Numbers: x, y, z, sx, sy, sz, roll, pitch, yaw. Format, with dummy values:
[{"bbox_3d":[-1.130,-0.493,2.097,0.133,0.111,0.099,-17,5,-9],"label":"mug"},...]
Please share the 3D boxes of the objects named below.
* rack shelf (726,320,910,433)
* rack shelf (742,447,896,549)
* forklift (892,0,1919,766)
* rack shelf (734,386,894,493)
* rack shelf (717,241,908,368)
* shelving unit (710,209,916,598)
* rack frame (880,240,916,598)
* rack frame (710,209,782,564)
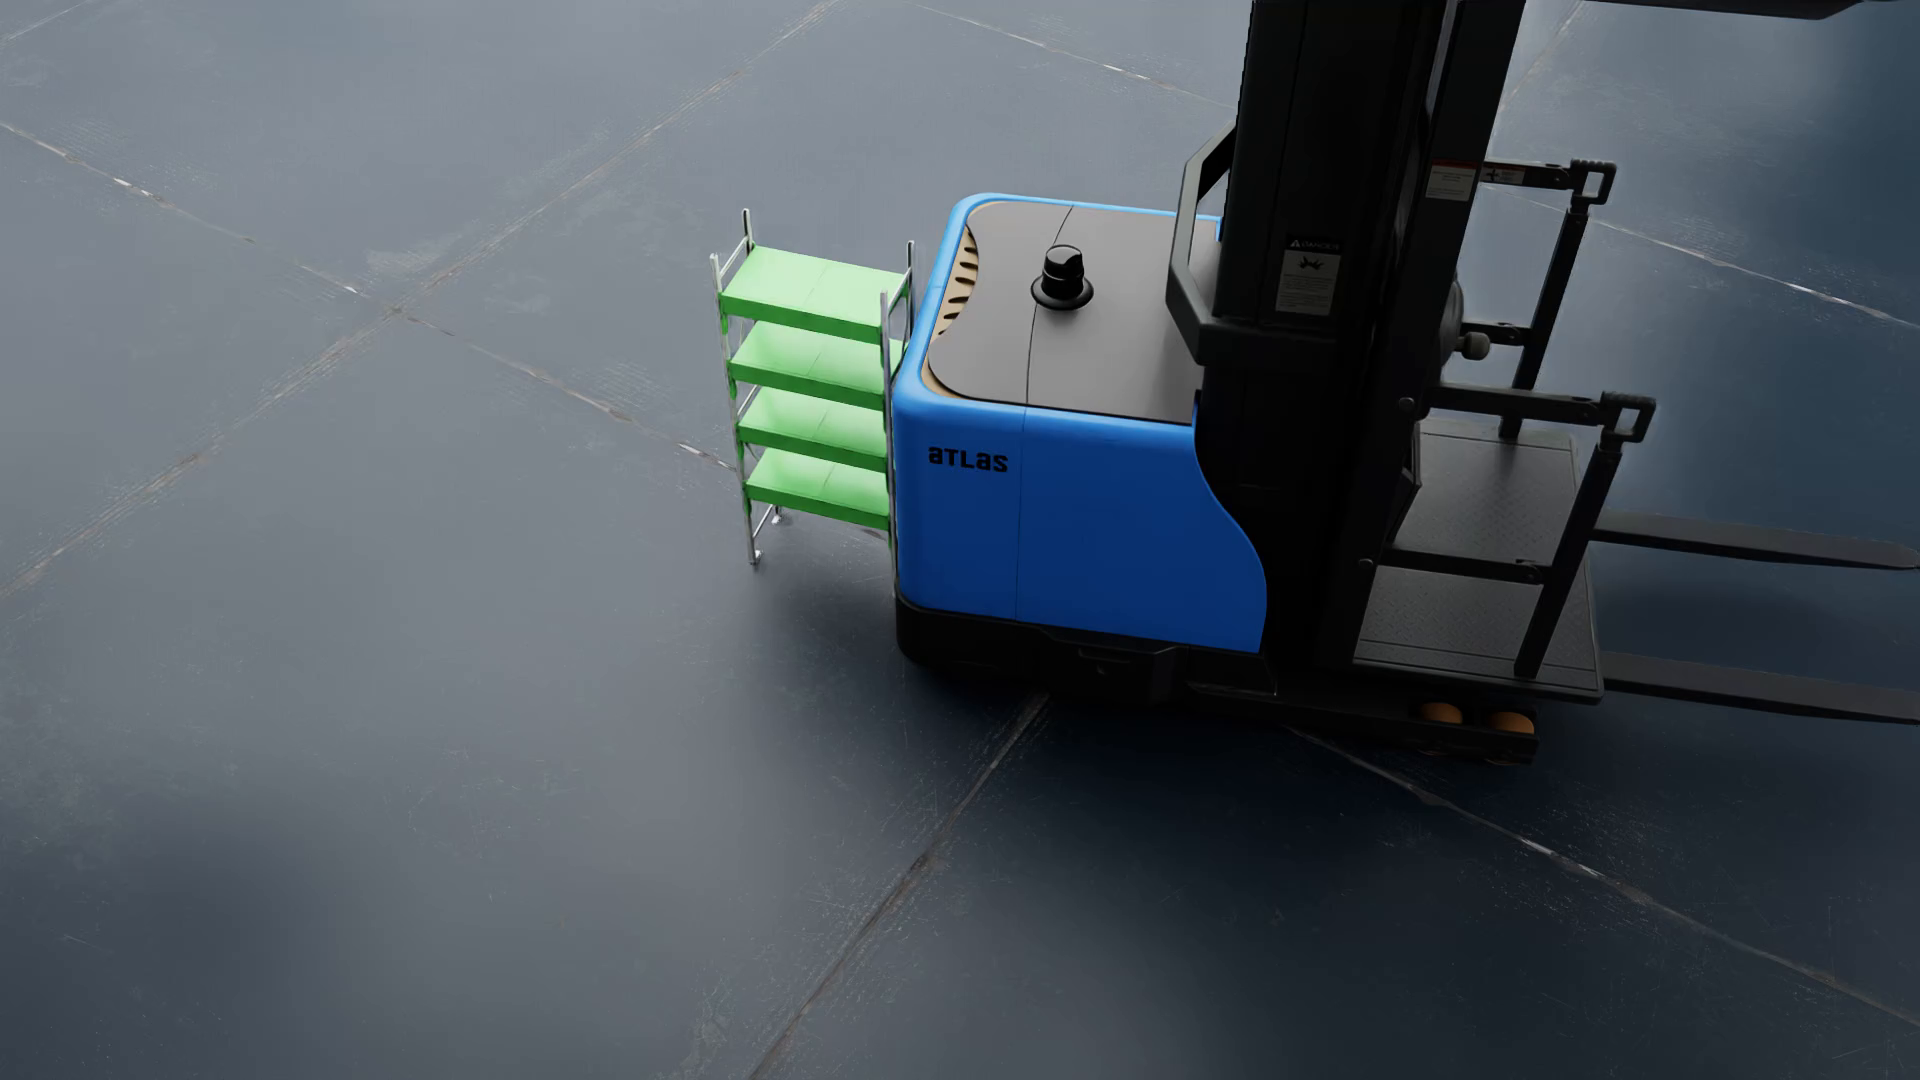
[{"bbox_3d":[-0.400,-0.494,4.819,0.480,0.148,0.258,13,47,12],"label":"rack shelf"},{"bbox_3d":[-0.400,-0.159,5.163,0.480,0.148,0.258,13,47,12],"label":"rack shelf"},{"bbox_3d":[1.377,-0.787,4.143,3.031,2.935,1.130,7,46,7],"label":"forklift"},{"bbox_3d":[-0.400,-0.326,4.991,0.480,0.148,0.258,13,47,12],"label":"rack shelf"},{"bbox_3d":[-0.400,-0.661,4.647,0.480,0.148,0.258,13,47,12],"label":"rack shelf"},{"bbox_3d":[-0.400,-0.371,4.945,0.503,1.200,0.258,13,47,12],"label":"shelving unit"},{"bbox_3d":[-0.168,-0.317,4.893,0.015,1.200,0.240,13,47,12],"label":"rack frame"},{"bbox_3d":[-0.633,-0.425,4.998,0.015,1.200,0.240,13,47,12],"label":"rack frame"}]
